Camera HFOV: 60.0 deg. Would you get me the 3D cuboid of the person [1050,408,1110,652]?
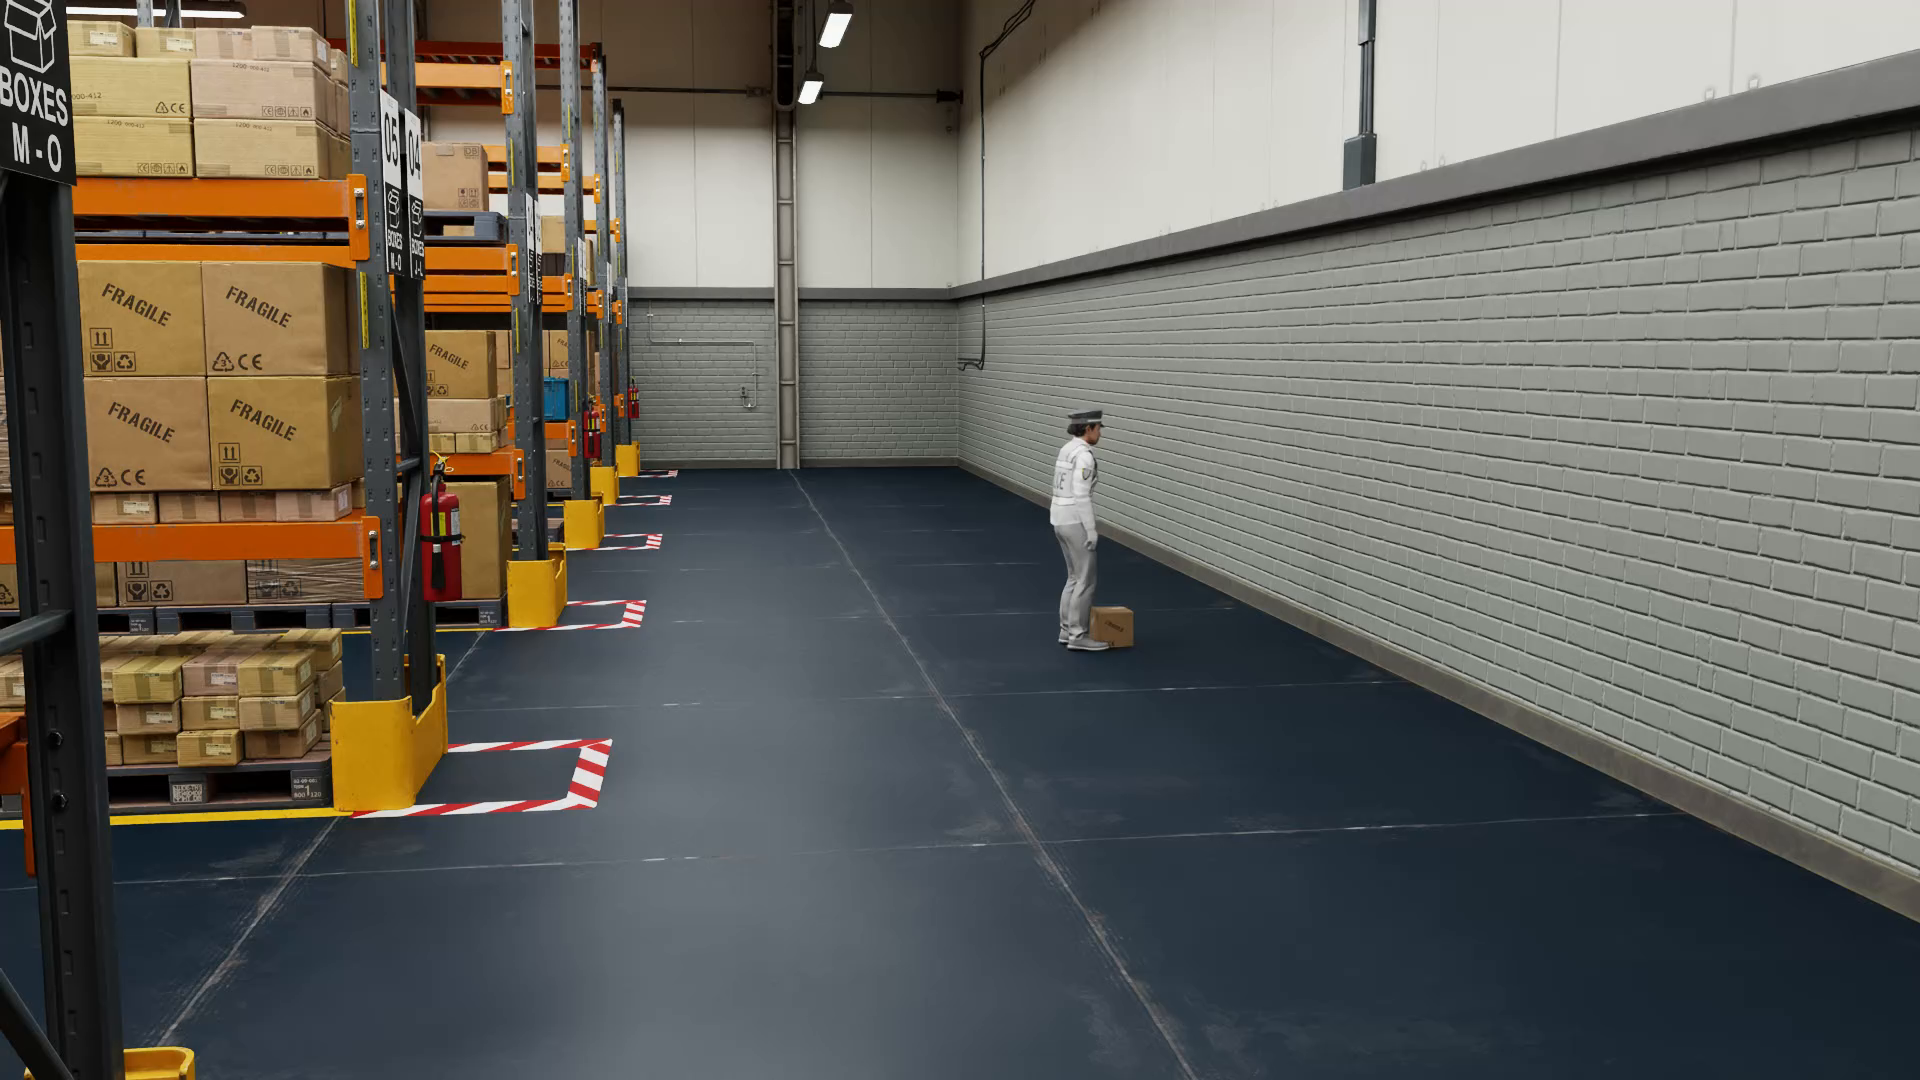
[{"bbox_3d":[0.823,-0.084,11.552,0.371,1.662,0.522,-1,7,-11],"label":"person"}]
